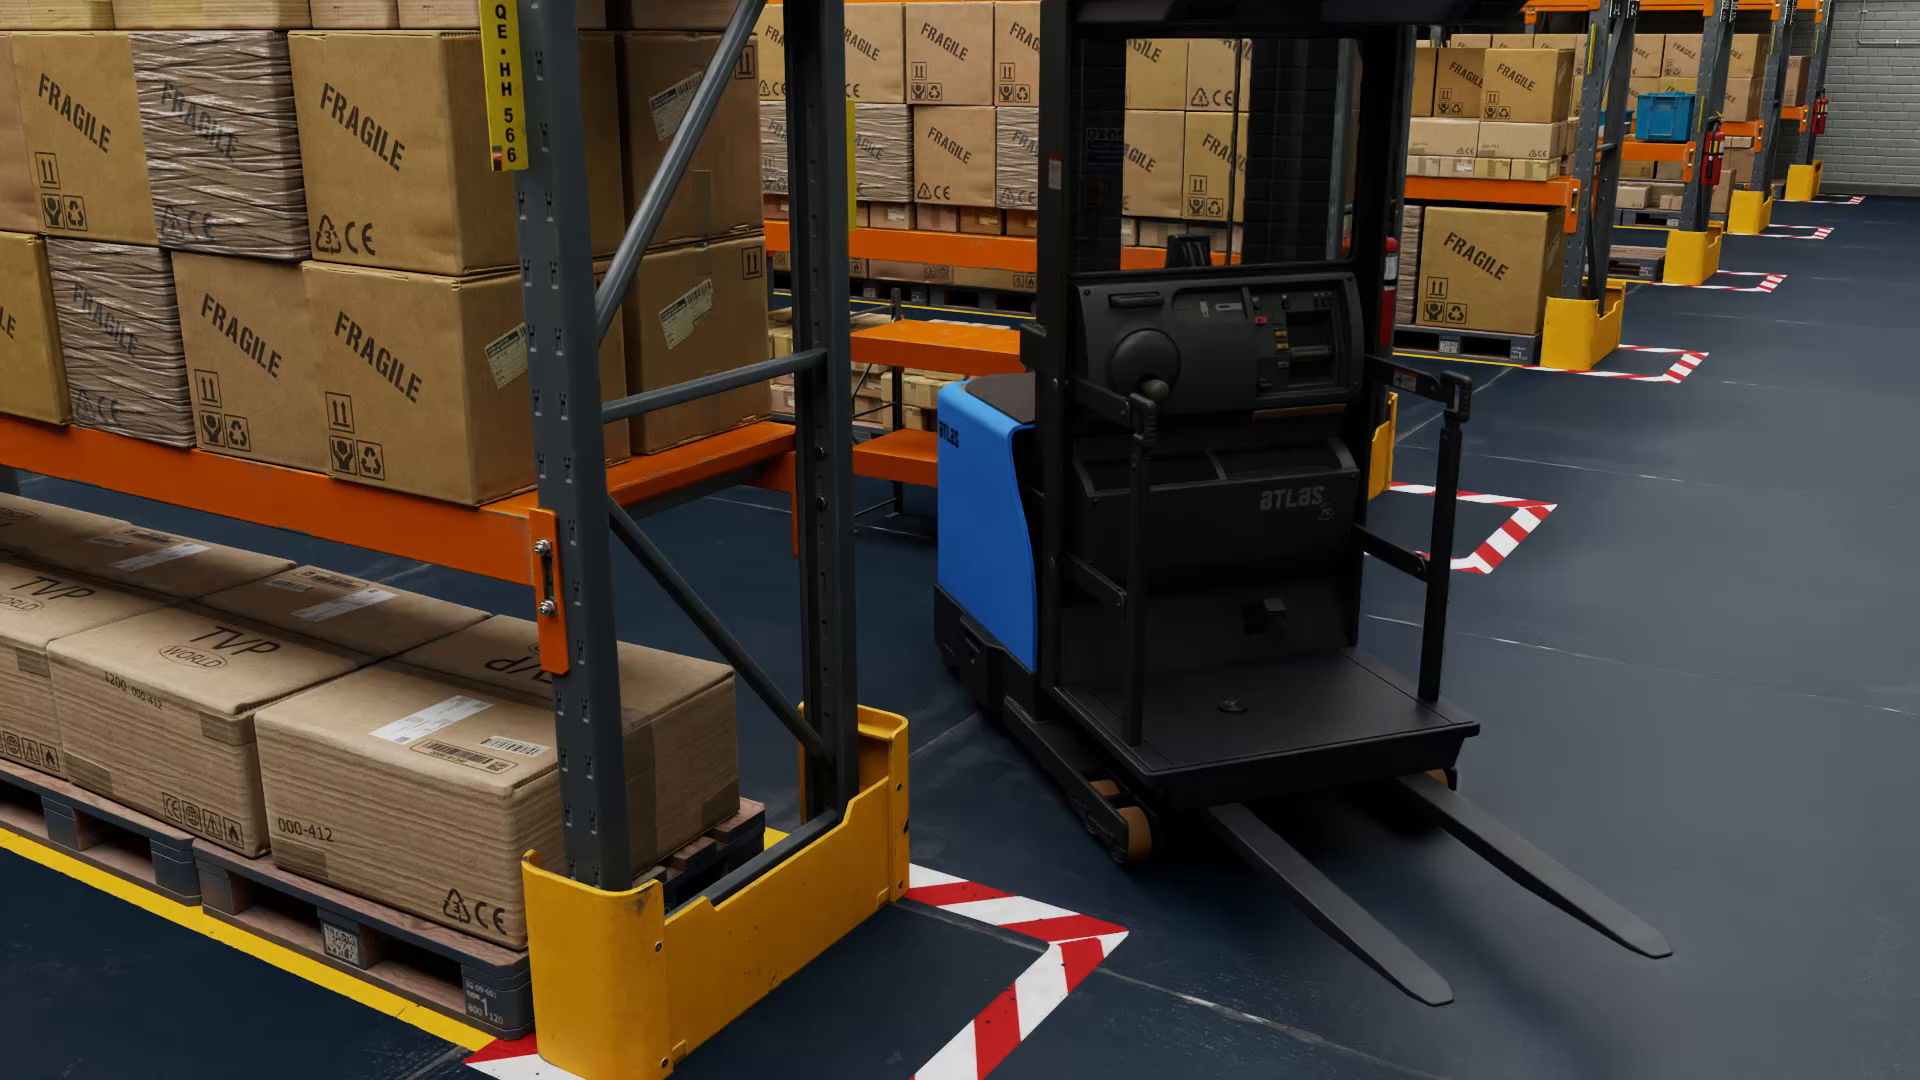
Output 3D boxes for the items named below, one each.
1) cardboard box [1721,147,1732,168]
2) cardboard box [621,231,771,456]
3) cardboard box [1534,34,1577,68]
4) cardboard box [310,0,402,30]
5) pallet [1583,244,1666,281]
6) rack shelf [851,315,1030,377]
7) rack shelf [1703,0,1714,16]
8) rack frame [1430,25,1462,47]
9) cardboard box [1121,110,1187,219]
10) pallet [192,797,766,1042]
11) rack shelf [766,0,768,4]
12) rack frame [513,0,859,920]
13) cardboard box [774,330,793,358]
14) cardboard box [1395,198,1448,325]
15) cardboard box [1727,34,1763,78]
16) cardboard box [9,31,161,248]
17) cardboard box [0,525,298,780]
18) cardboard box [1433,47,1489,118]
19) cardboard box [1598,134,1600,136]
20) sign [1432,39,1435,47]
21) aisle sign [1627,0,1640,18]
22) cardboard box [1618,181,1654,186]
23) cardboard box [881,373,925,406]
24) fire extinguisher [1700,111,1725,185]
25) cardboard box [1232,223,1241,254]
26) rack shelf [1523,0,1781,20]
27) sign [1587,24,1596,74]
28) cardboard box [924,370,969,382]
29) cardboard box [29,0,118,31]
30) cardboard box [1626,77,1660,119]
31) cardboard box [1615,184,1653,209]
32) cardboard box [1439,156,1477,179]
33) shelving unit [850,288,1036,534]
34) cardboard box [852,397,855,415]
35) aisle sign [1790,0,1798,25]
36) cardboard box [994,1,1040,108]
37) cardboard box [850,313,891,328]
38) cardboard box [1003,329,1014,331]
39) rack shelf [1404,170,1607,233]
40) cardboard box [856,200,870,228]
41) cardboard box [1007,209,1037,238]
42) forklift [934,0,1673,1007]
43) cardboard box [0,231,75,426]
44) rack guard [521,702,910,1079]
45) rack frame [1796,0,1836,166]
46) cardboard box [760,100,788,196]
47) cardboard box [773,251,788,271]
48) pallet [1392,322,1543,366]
[{"bbox_3d":[11.299,-5.648,24.894,0.500,0.500,0.700,10,20,30],"label":"cardboard box"},{"bbox_3d":[-0.848,-0.543,4.336,0.500,0.500,0.500,10,20,30],"label":"cardboard box"},{"bbox_3d":[7.508,-6.095,20.893,0.500,0.500,0.500,9,19,28],"label":"cardboard box"},{"bbox_3d":[-1.229,-1.225,3.746,0.250,0.149,0.380,11,20,31],"label":"cardboard box"},{"bbox_3d":[6.507,-2.833,16.844,1.213,0.211,1.003,10,20,30],"label":"pallet"},{"bbox_3d":[0.006,-0.817,7.629,1.000,0.278,0.538,10,20,30],"label":"rack shelf"},{"bbox_3d":[5.485,-5.427,16.665,4.000,0.370,1.077,10,20,30],"label":"rack shelf"},{"bbox_3d":[6.376,-5.867,22.034,0.127,3.000,1.000,10,20,30],"label":"rack frame"},{"bbox_3d":[0.962,-1.867,8.182,0.500,0.500,0.500,10,19,29],"label":"cardboard box"},{"bbox_3d":[-1.311,0.881,4.618,1.213,0.211,1.003,10,20,30],"label":"pallet"},{"bbox_3d":[0.211,-2.988,8.633,4.000,0.370,1.077,10,20,30],"label":"rack shelf"},{"bbox_3d":[-0.589,-0.351,3.876,0.127,3.000,1.000,10,20,30],"label":"rack frame"},{"bbox_3d":[-0.863,-1.136,9.618,0.250,0.149,0.380,10,19,29],"label":"cardboard box"},{"bbox_3d":[3.235,-2.206,12.915,0.875,0.875,0.875,10,20,30],"label":"cardboard box"},{"bbox_3d":[9.262,-5.784,19.870,0.500,0.500,0.500,10,20,30],"label":"cardboard box"},{"bbox_3d":[-2.005,-1.040,4.252,0.500,0.500,0.500,10,20,30],"label":"cardboard box"},{"bbox_3d":[-2.756,0.324,5.341,0.875,0.438,0.875,9,19,28],"label":"cardboard box"},{"bbox_3d":[3.903,-3.451,12.537,0.500,0.500,0.500,10,19,29],"label":"cardboard box"},{"bbox_3d":[9.746,-6.173,25.505,0.250,0.149,0.380,11,20,32],"label":"cardboard box"},{"bbox_3d":[6.089,-6.283,21.412,0.005,0.325,0.100,10,20,30],"label":"sign"},{"bbox_3d":[4.816,-4.113,11.787,0.004,0.787,0.394,10,20,30],"label":"aisle sign"},{"bbox_3d":[8.618,-4.458,21.371,0.500,0.250,0.500,10,20,30],"label":"cardboard box"},{"bbox_3d":[-0.230,-0.858,9.215,0.250,0.149,0.380,10,20,30],"label":"cardboard box"},{"bbox_3d":[7.080,-3.681,15.614,0.183,0.674,0.296,10,20,30],"label":"fire extinguisher"},{"bbox_3d":[1.490,-1.452,7.932,0.250,0.149,0.380,10,20,30],"label":"cardboard box"},{"bbox_3d":[8.081,-6.654,20.701,4.000,0.370,1.077,10,20,30],"label":"rack shelf"},{"bbox_3d":[4.301,-3.341,11.318,0.005,0.325,0.100,10,20,30],"label":"sign"},{"bbox_3d":[0.010,-0.975,9.088,0.250,0.149,0.380,10,20,30],"label":"cardboard box"},{"bbox_3d":[-2.116,-1.373,4.233,0.250,0.149,0.380,11,20,31],"label":"cardboard box"},{"bbox_3d":[8.395,-5.462,20.530,0.500,0.500,0.500,10,20,30],"label":"cardboard box"},{"bbox_3d":[8.399,-4.327,20.939,0.500,0.250,0.500,10,20,30],"label":"cardboard box"},{"bbox_3d":[3.685,-2.736,12.158,0.250,0.149,0.380,10,20,30],"label":"cardboard box"},{"bbox_3d":[0.006,-0.537,7.714,1.048,1.125,0.538,10,20,30],"label":"shelving unit"},{"bbox_3d":[-0.643,-0.811,9.573,0.250,0.149,0.380,10,19,29],"label":"cardboard box"},{"bbox_3d":[9.997,-6.565,19.859,0.004,0.787,0.394,10,20,30],"label":"aisle sign"},{"bbox_3d":[0.516,-2.423,8.293,0.500,0.500,0.500,11,20,33],"label":"cardboard box"},{"bbox_3d":[-0.599,-1.268,10.052,0.250,0.149,0.380,10,20,30],"label":"cardboard box"},{"bbox_3d":[0.251,-1.088,9.460,0.250,0.149,0.380,10,20,30],"label":"cardboard box"},{"bbox_3d":[2.893,-2.765,13.062,4.000,0.370,1.077,10,20,30],"label":"rack shelf"},{"bbox_3d":[-0.500,-1.811,9.113,0.250,0.149,0.380,11,20,31],"label":"cardboard box"},{"bbox_3d":[0.438,-1.670,8.649,0.250,0.149,0.380,9,19,28],"label":"cardboard box"},{"bbox_3d":[0.867,-0.600,4.814,1.130,2.935,3.031,-6,18,-18],"label":"forklift"},{"bbox_3d":[-2.449,-0.638,4.648,0.500,0.500,0.500,11,20,32],"label":"cardboard box"},{"bbox_3d":[-0.569,0.849,4.227,0.348,0.500,1.175,10,20,30],"label":"rack guard"},{"bbox_3d":[12.374,-6.486,24.072,0.127,3.000,1.000,10,20,30],"label":"rack frame"},{"bbox_3d":[-0.778,-2.180,9.212,0.500,0.500,0.500,10,20,30],"label":"cardboard box"},{"bbox_3d":[-1.643,-3.096,15.847,0.875,0.875,1.225,9,19,28],"label":"cardboard box"},{"bbox_3d":[3.875,-1.573,12.698,1.213,0.211,1.003,10,20,30],"label":"pallet"}]
